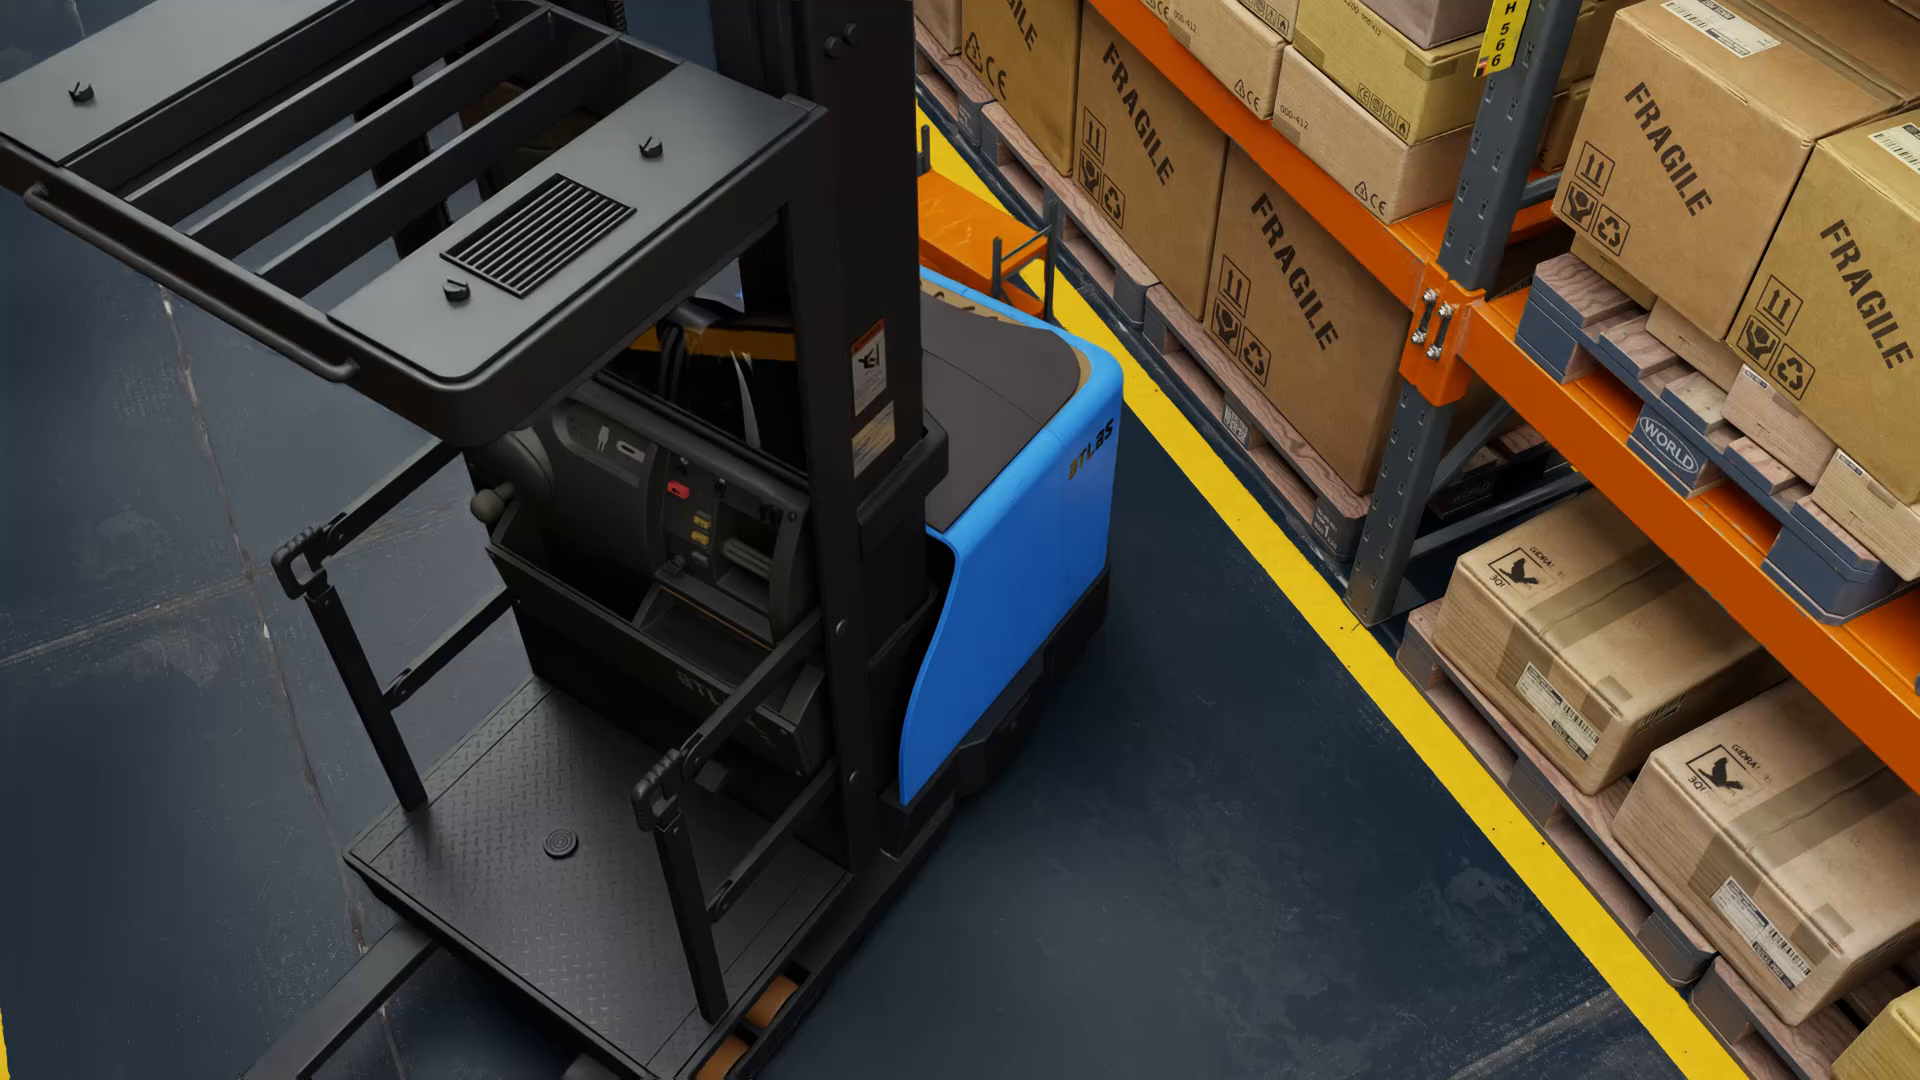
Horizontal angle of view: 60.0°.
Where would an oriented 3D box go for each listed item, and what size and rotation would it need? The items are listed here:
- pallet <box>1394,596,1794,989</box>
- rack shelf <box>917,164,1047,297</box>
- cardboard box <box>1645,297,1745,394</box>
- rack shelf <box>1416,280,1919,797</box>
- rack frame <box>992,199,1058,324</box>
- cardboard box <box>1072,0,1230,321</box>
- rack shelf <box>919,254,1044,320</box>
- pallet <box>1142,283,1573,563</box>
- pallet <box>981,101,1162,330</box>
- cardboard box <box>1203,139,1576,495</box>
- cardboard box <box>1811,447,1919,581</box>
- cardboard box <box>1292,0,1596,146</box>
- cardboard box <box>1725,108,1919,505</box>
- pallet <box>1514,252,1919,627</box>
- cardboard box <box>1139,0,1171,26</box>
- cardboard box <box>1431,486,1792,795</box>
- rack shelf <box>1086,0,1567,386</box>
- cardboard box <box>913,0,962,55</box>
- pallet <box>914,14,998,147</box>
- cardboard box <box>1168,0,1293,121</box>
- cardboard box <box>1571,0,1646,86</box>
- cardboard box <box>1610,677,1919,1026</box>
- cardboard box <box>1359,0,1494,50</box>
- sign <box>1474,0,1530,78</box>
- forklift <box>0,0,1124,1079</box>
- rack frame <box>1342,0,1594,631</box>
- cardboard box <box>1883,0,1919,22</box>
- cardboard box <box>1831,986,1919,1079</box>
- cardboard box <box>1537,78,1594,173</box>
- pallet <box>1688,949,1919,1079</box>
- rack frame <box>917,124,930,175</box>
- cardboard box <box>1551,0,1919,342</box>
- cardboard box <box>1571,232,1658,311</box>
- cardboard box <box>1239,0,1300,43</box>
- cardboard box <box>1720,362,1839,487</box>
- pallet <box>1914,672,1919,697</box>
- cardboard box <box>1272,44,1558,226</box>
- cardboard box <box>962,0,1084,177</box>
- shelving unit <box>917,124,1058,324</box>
[{"bbox_3d":[1.997,0.512,4.662,1.003,0.211,1.213,-21,52,-18],"label":"pallet"},{"bbox_3d":[0.000,-0.839,4.664,0.480,0.148,0.258,36,58,27],"label":"rack shelf"},{"bbox_3d":[1.723,-0.502,3.584,0.380,0.149,0.250,-24,53,-20],"label":"cardboard box"},{"bbox_3d":[2.556,0.646,3.170,1.077,0.370,4.000,-21,52,-18],"label":"rack shelf"},{"bbox_3d":[0.174,-0.451,4.848,0.015,1.200,0.240,36,58,27],"label":"rack frame"},{"bbox_3d":[0.994,-1.457,5.664,0.875,0.875,0.875,-21,52,-17],"label":"cardboard box"},{"bbox_3d":[0.000,-0.683,4.842,0.480,0.148,0.258,36,58,27],"label":"rack shelf"},{"bbox_3d":[1.347,-0.565,5.604,1.003,0.211,1.213,-21,52,-18],"label":"pallet"},{"bbox_3d":[0.792,-1.380,6.317,1.003,0.211,1.213,-21,52,-18],"label":"pallet"},{"bbox_3d":[1.398,-0.859,5.141,0.875,0.875,0.875,-22,52,-18],"label":"cardboard box"},{"bbox_3d":[1.915,-0.112,3.243,0.380,0.149,0.250,-21,52,-17],"label":"cardboard box"},{"bbox_3d":[1.193,-1.281,4.145,0.500,0.250,0.500,-21,52,-18],"label":"cardboard box"},{"bbox_3d":[1.885,-0.471,3.126,0.500,0.500,0.500,-19,51,-16],"label":"cardboard box"},{"bbox_3d":[2.061,-0.426,3.757,1.213,0.211,1.003,-21,52,-18],"label":"pallet"},{"bbox_3d":[0.714,-1.808,4.938,0.500,0.250,0.500,-22,52,-18],"label":"cardboard box"},{"bbox_3d":[1.890,0.179,4.567,0.950,0.372,0.625,-24,53,-20],"label":"cardboard box"},{"bbox_3d":[0.725,-2.031,5.511,1.077,0.370,4.000,-21,52,-18],"label":"rack shelf"},{"bbox_3d":[0.165,-2.658,6.714,0.875,0.875,0.875,-20,52,-16],"label":"cardboard box"},{"bbox_3d":[0.230,-2.198,7.032,1.003,0.211,1.213,-21,52,-18],"label":"pallet"},{"bbox_3d":[0.931,-1.465,4.638,0.500,0.250,0.500,-20,52,-17],"label":"cardboard box"},{"bbox_3d":[1.628,-1.469,4.309,0.500,0.250,0.500,-22,52,-18],"label":"cardboard box"},{"bbox_3d":[2.235,0.670,4.138,0.950,0.372,0.625,-22,52,-18],"label":"cardboard box"},{"bbox_3d":[1.171,-1.547,3.880,0.500,0.500,0.500,-22,53,-18],"label":"cardboard box"},{"bbox_3d":[1.149,-1.117,3.465,0.100,0.325,0.005,-21,52,-18],"label":"sign"},{"bbox_3d":[-0.818,-0.019,3.319,1.130,2.935,3.031,28,54,22],"label":"forklift"},{"bbox_3d":[1.641,-0.929,4.070,1.000,3.000,0.127,-21,52,-18],"label":"rack frame"},{"bbox_3d":[2.096,-0.990,3.580,0.500,0.500,0.500,-23,53,-19],"label":"cardboard box"},{"bbox_3d":[2.577,1.180,3.692,0.950,0.372,0.625,-20,52,-16],"label":"cardboard box"},{"bbox_3d":[1.640,-1.294,4.489,0.500,0.250,0.500,-22,52,-18],"label":"cardboard box"},{"bbox_3d":[2.551,1.328,3.948,1.003,0.211,1.213,-21,52,-18],"label":"pallet"},{"bbox_3d":[-0.174,-0.708,5.072,0.015,1.200,0.240,36,58,27],"label":"rack frame"},{"bbox_3d":[1.641,-0.817,3.429,0.500,0.500,0.500,-23,53,-19],"label":"cardboard box"},{"bbox_3d":[1.624,-0.703,3.760,0.380,0.149,0.250,-24,53,-20],"label":"cardboard box"},{"bbox_3d":[0.955,-1.623,4.444,0.500,0.250,0.500,-22,53,-18],"label":"cardboard box"},{"bbox_3d":[1.808,-0.303,3.410,0.380,0.149,0.250,-24,53,-20],"label":"cardboard box"},{"bbox_3d":[2.583,0.445,2.996,1.003,0.211,1.213,-21,52,-18],"label":"pallet"},{"bbox_3d":[1.178,-1.129,4.344,0.500,0.250,0.500,-23,53,-19],"label":"cardboard box"},{"bbox_3d":[0.585,-2.056,6.188,0.875,0.875,0.875,-20,52,-16],"label":"cardboard box"},{"bbox_3d":[0.000,-0.580,4.960,0.503,1.200,0.258,36,58,27],"label":"shelving unit"}]
